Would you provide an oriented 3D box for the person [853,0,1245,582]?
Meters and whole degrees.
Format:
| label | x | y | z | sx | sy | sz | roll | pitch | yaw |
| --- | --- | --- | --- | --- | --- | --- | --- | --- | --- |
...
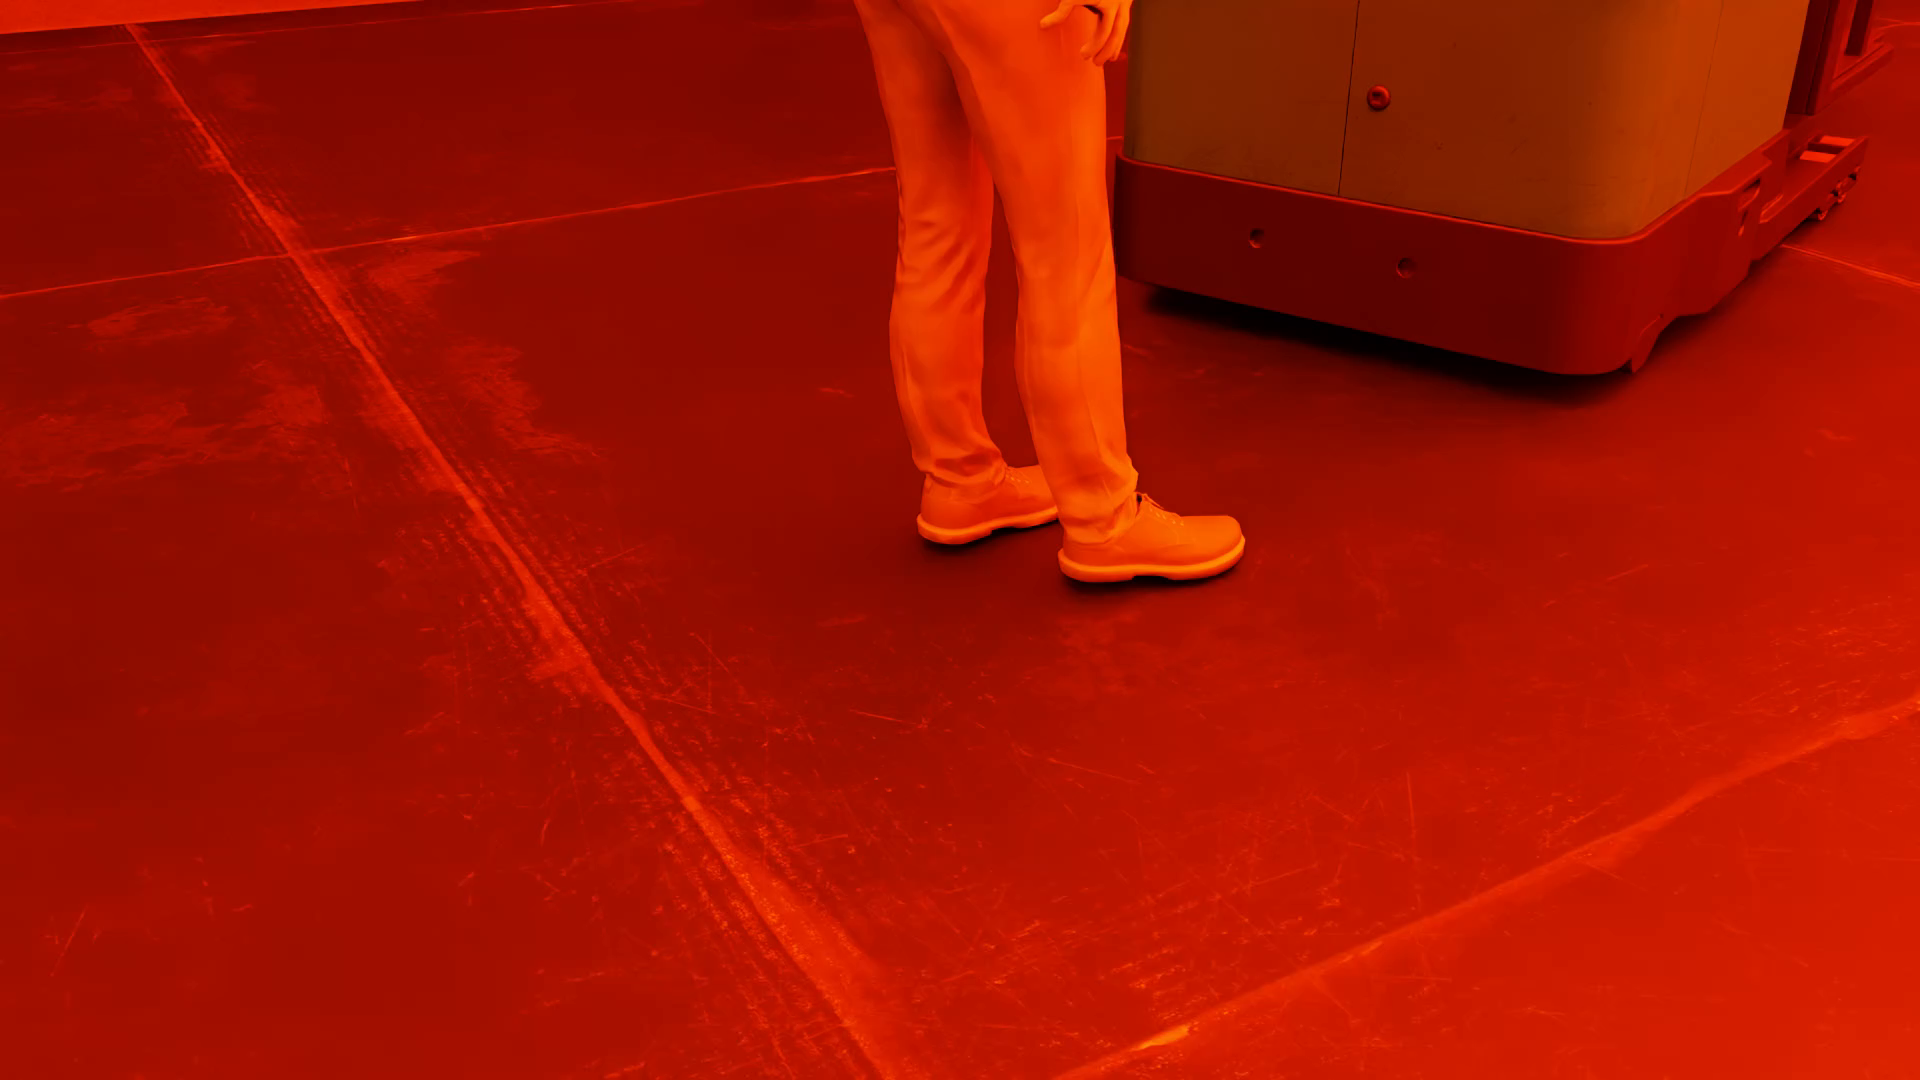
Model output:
| label | x | y | z | sx | sy | sz | roll | pitch | yaw |
| --- | --- | --- | --- | --- | --- | --- | --- | --- | --- |
| person | 0.063 | -0.775 | 2.139 | 0.531 | 1.695 | 0.587 | -15 | 30 | -26 |

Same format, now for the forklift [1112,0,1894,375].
| label | x | y | z | sx | sy | sz | roll | pitch | yaw |
| --- | --- | --- | --- | --- | --- | --- | --- | --- | --- |
| forklift | 1.608 | -2.199 | 3.594 | 1.130 | 2.935 | 3.031 | 19 | 33 | 33 |
